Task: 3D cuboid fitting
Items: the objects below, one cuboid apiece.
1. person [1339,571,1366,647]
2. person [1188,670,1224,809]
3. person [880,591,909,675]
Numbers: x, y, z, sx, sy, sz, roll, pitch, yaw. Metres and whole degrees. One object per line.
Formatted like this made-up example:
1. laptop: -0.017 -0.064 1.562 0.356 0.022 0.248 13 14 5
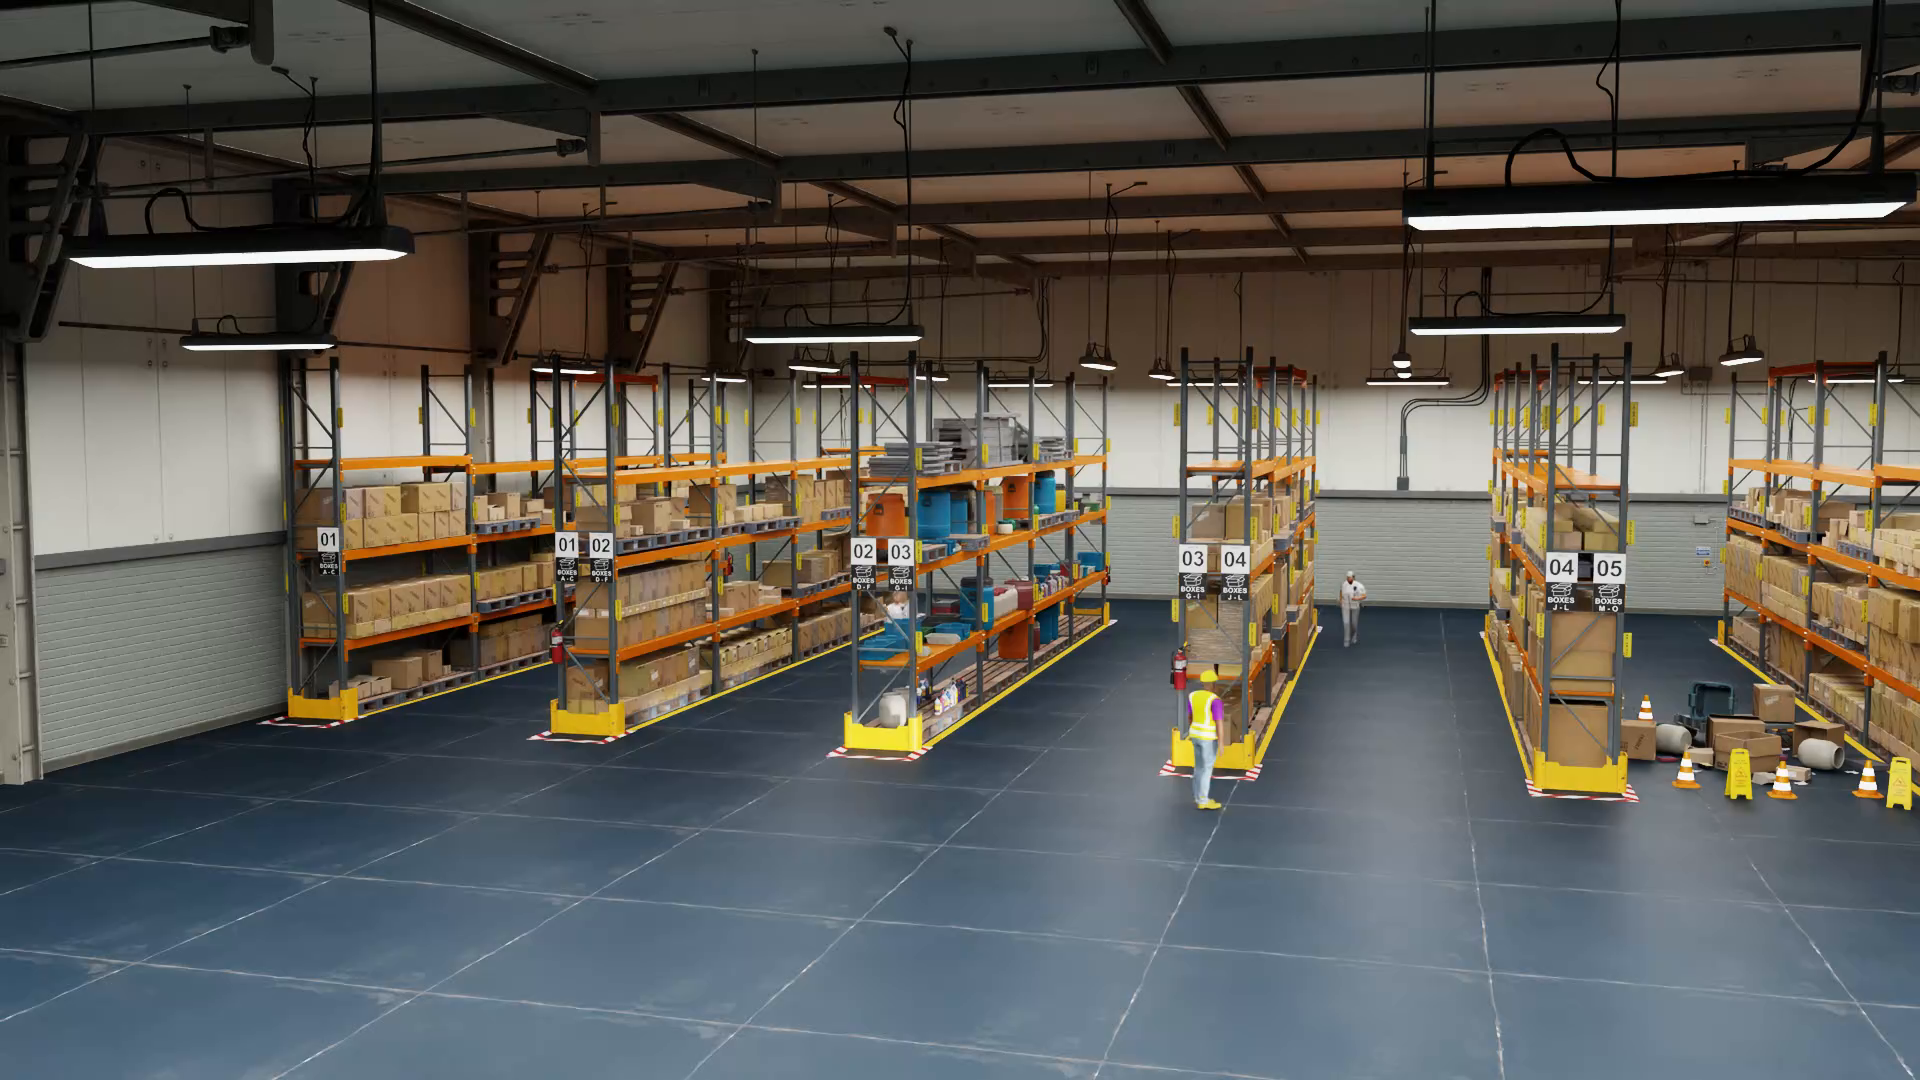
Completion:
1. person: 8.574 1.489 36.327 0.589 1.620 1.007 1 4 15
2. person: 3.201 2.552 21.344 0.455 1.778 0.598 -3 5 -32
3. person: -1.196 1.765 32.198 0.619 1.634 0.989 2 5 27
